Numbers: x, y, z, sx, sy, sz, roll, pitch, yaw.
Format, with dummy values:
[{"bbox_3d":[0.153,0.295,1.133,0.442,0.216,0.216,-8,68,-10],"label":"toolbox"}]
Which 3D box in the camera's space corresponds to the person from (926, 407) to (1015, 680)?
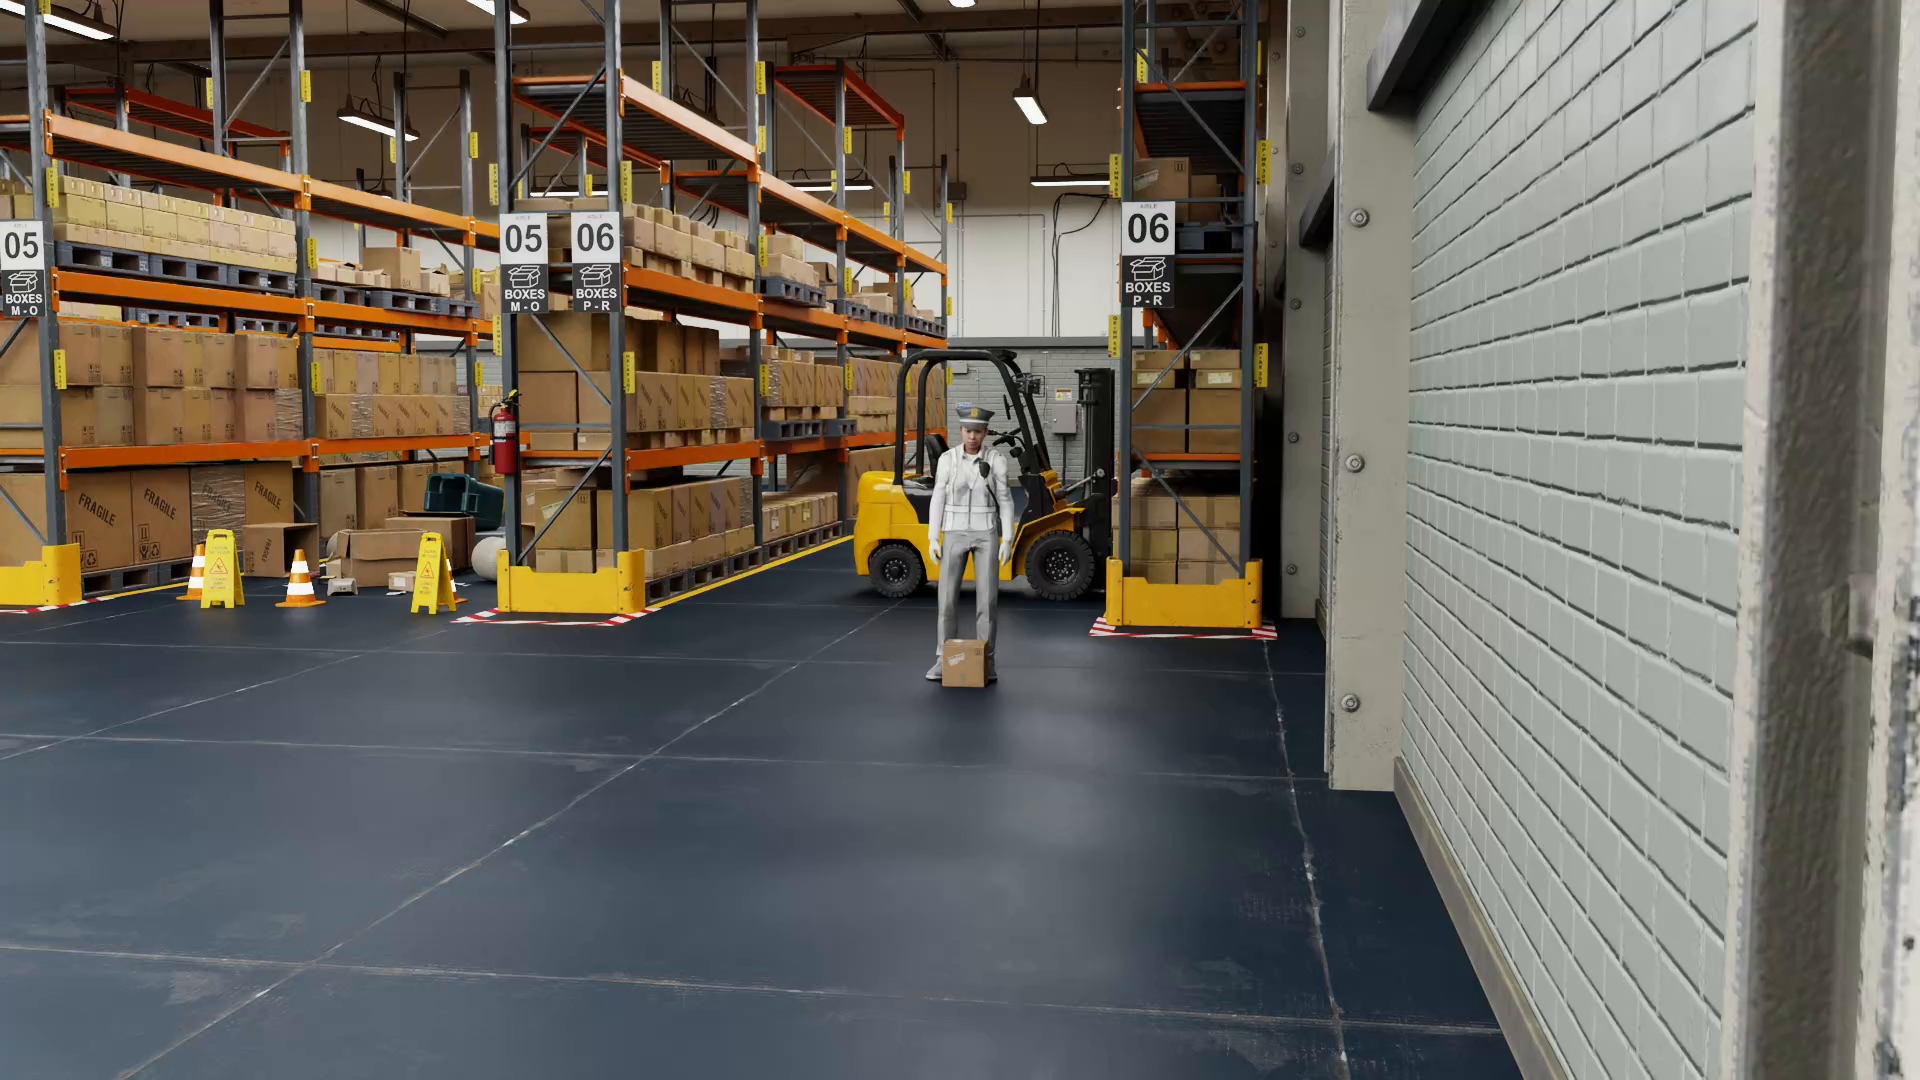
[{"bbox_3d":[0.067,0.017,10.175,0.535,1.662,0.373,0,5,5],"label":"person"}]
